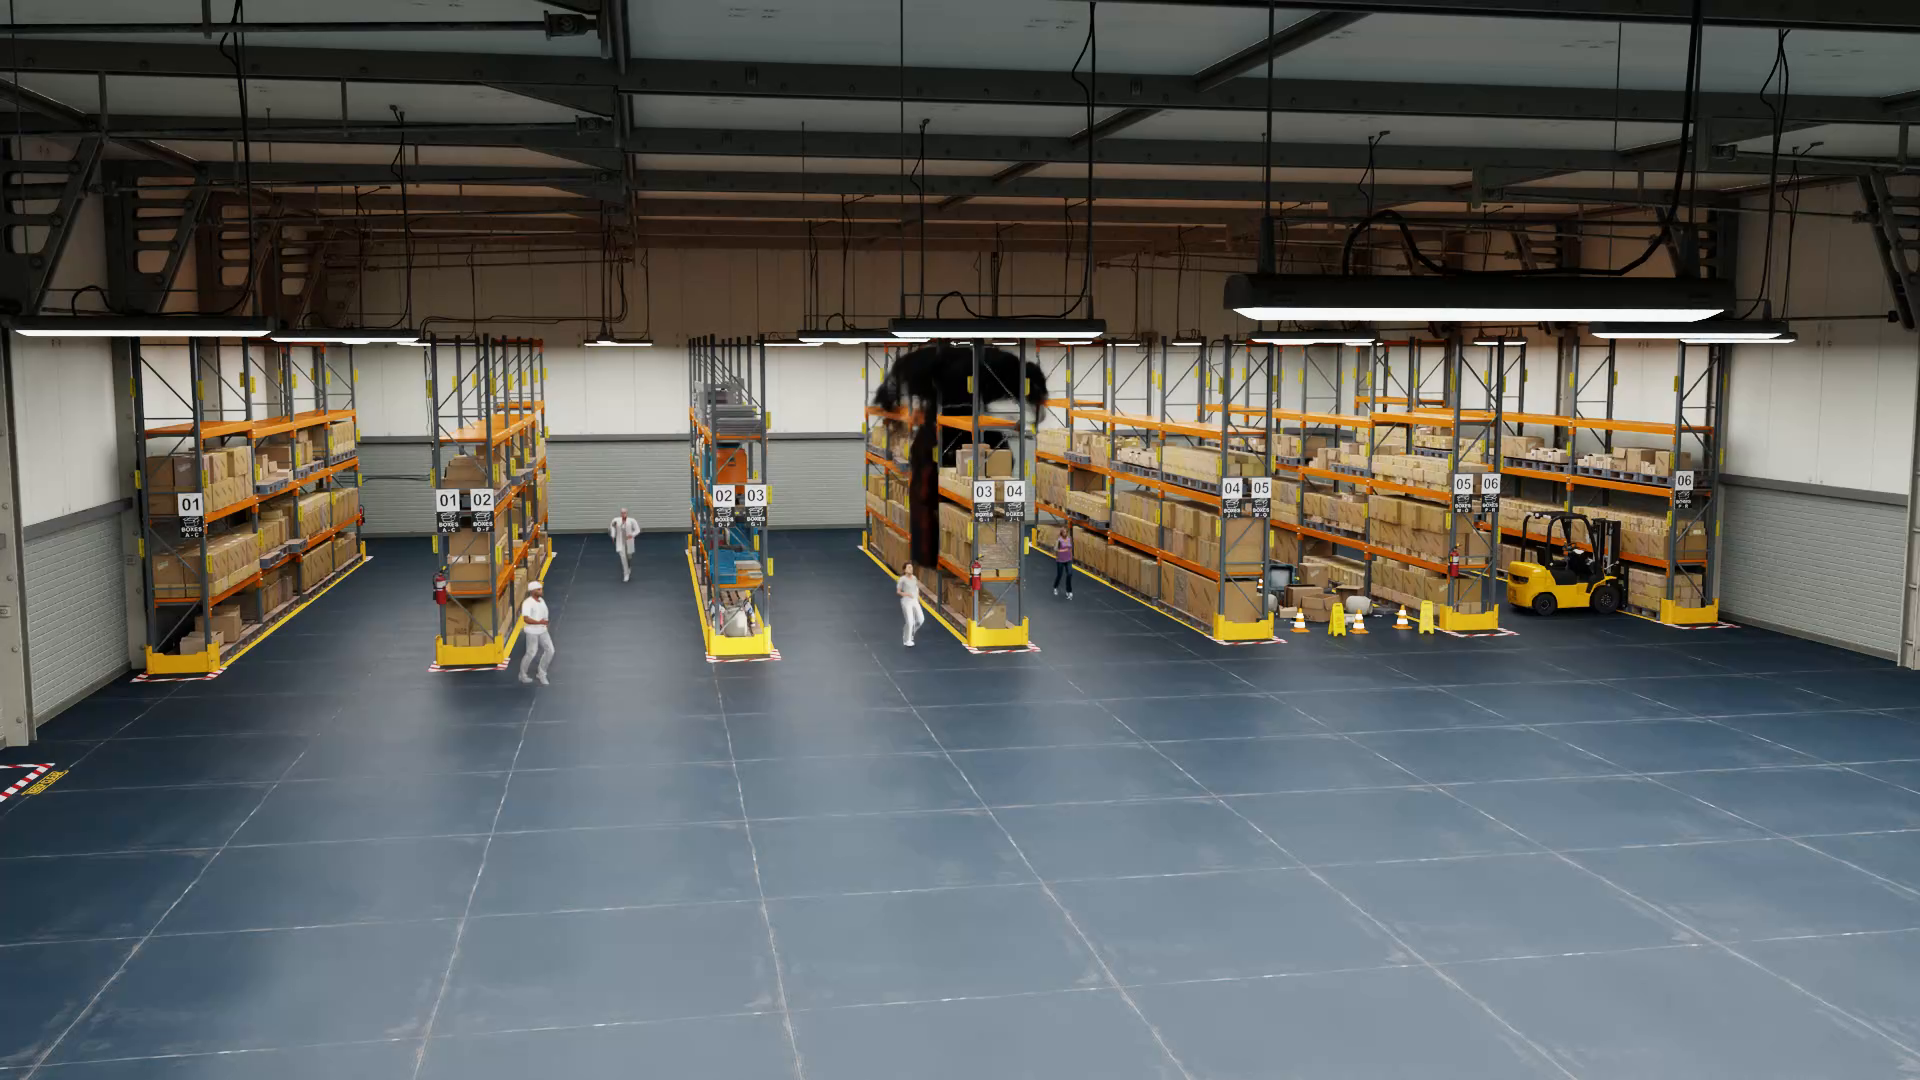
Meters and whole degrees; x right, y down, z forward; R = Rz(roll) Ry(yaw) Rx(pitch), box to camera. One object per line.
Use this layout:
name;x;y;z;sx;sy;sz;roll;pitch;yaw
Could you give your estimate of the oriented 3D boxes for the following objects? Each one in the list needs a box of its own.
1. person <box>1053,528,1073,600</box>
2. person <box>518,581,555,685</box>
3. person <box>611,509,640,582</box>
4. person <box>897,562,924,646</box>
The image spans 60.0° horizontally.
person;2.375;0.519;38.394;0.565;1.631;0.778;-3;7;-23
person;-7.219;1.605;28.431;0.706;1.806;0.714;3;7;24
person;-8.352;0.099;41.516;0.728;1.762;1.087;-1;7;-7
person;-0.943;1.236;32.089;0.556;1.625;0.561;-5;8;-36
